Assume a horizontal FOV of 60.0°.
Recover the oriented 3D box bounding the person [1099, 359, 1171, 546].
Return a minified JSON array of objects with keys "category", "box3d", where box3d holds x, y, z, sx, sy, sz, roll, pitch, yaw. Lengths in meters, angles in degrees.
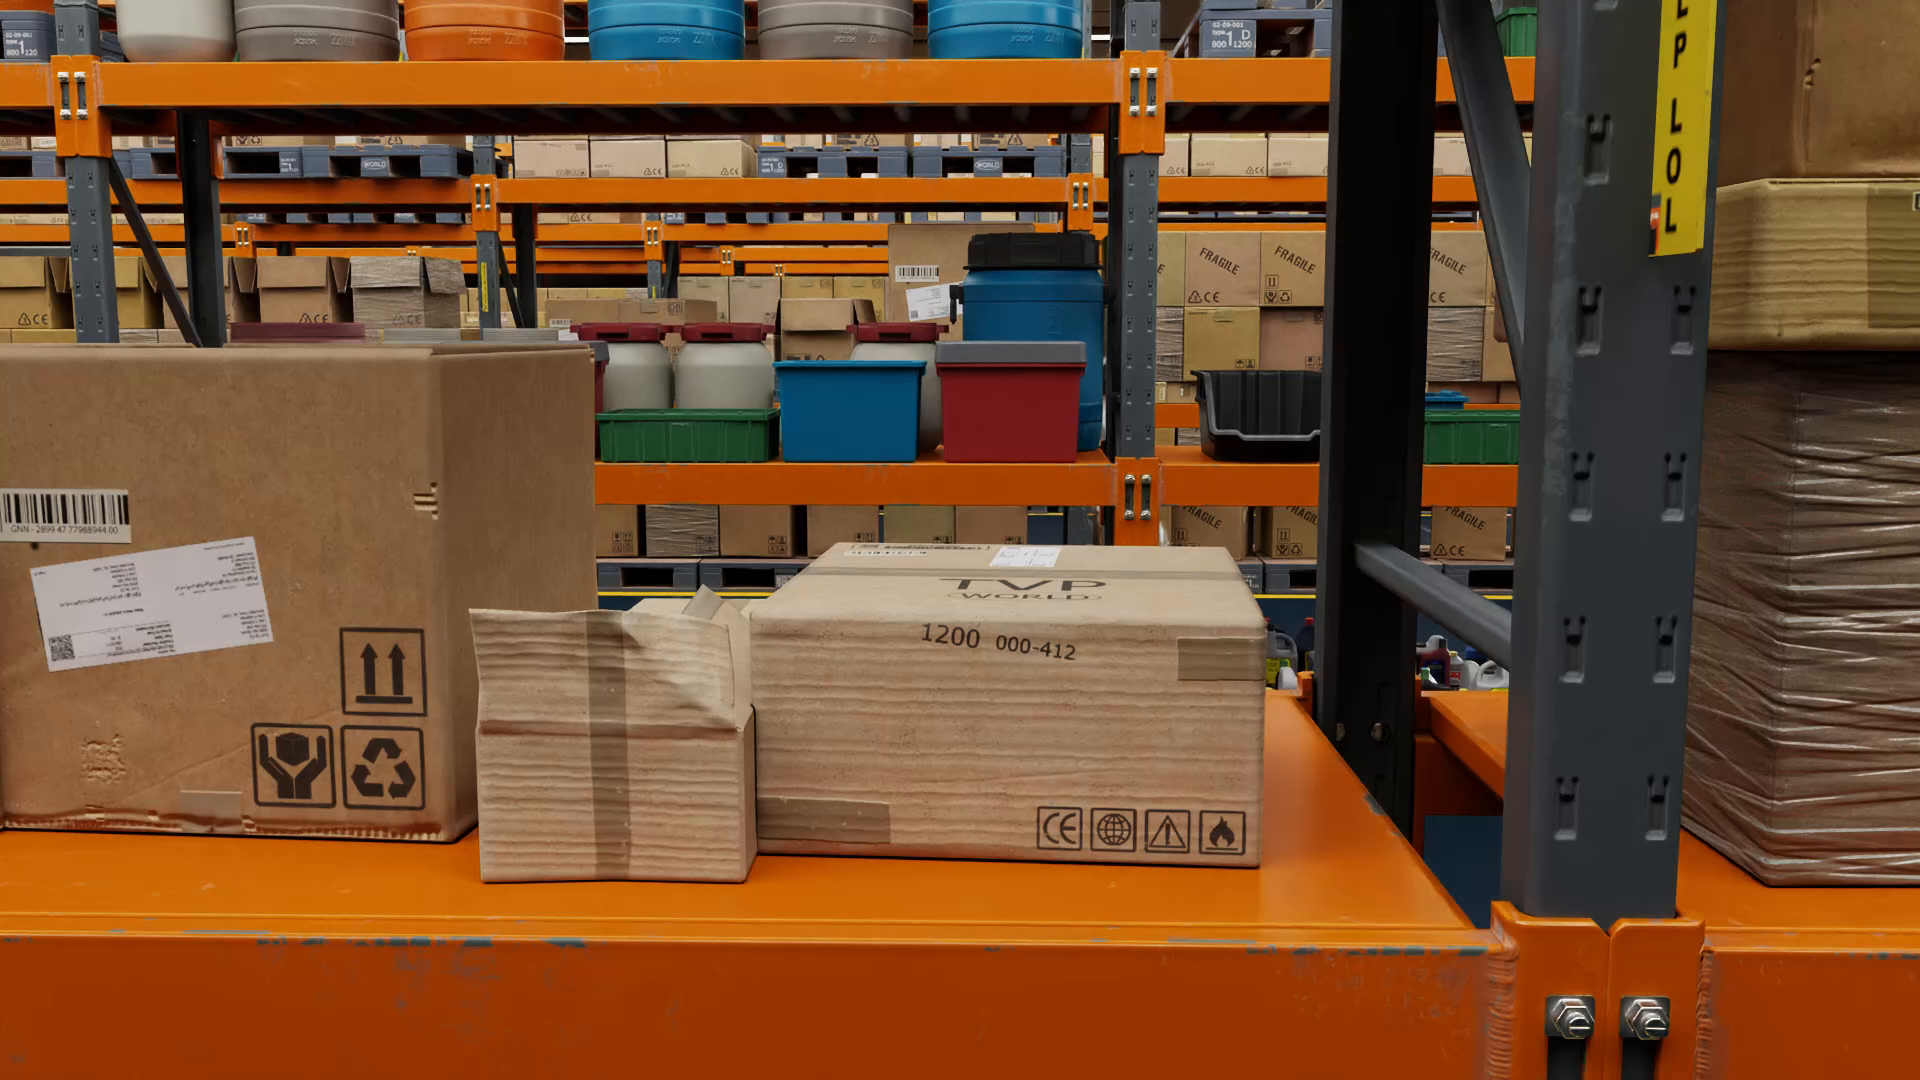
[{"category":"person","box3d":[0.900,-0.085,8.423,0.485,1.730,0.523,0,7,-1]}]
